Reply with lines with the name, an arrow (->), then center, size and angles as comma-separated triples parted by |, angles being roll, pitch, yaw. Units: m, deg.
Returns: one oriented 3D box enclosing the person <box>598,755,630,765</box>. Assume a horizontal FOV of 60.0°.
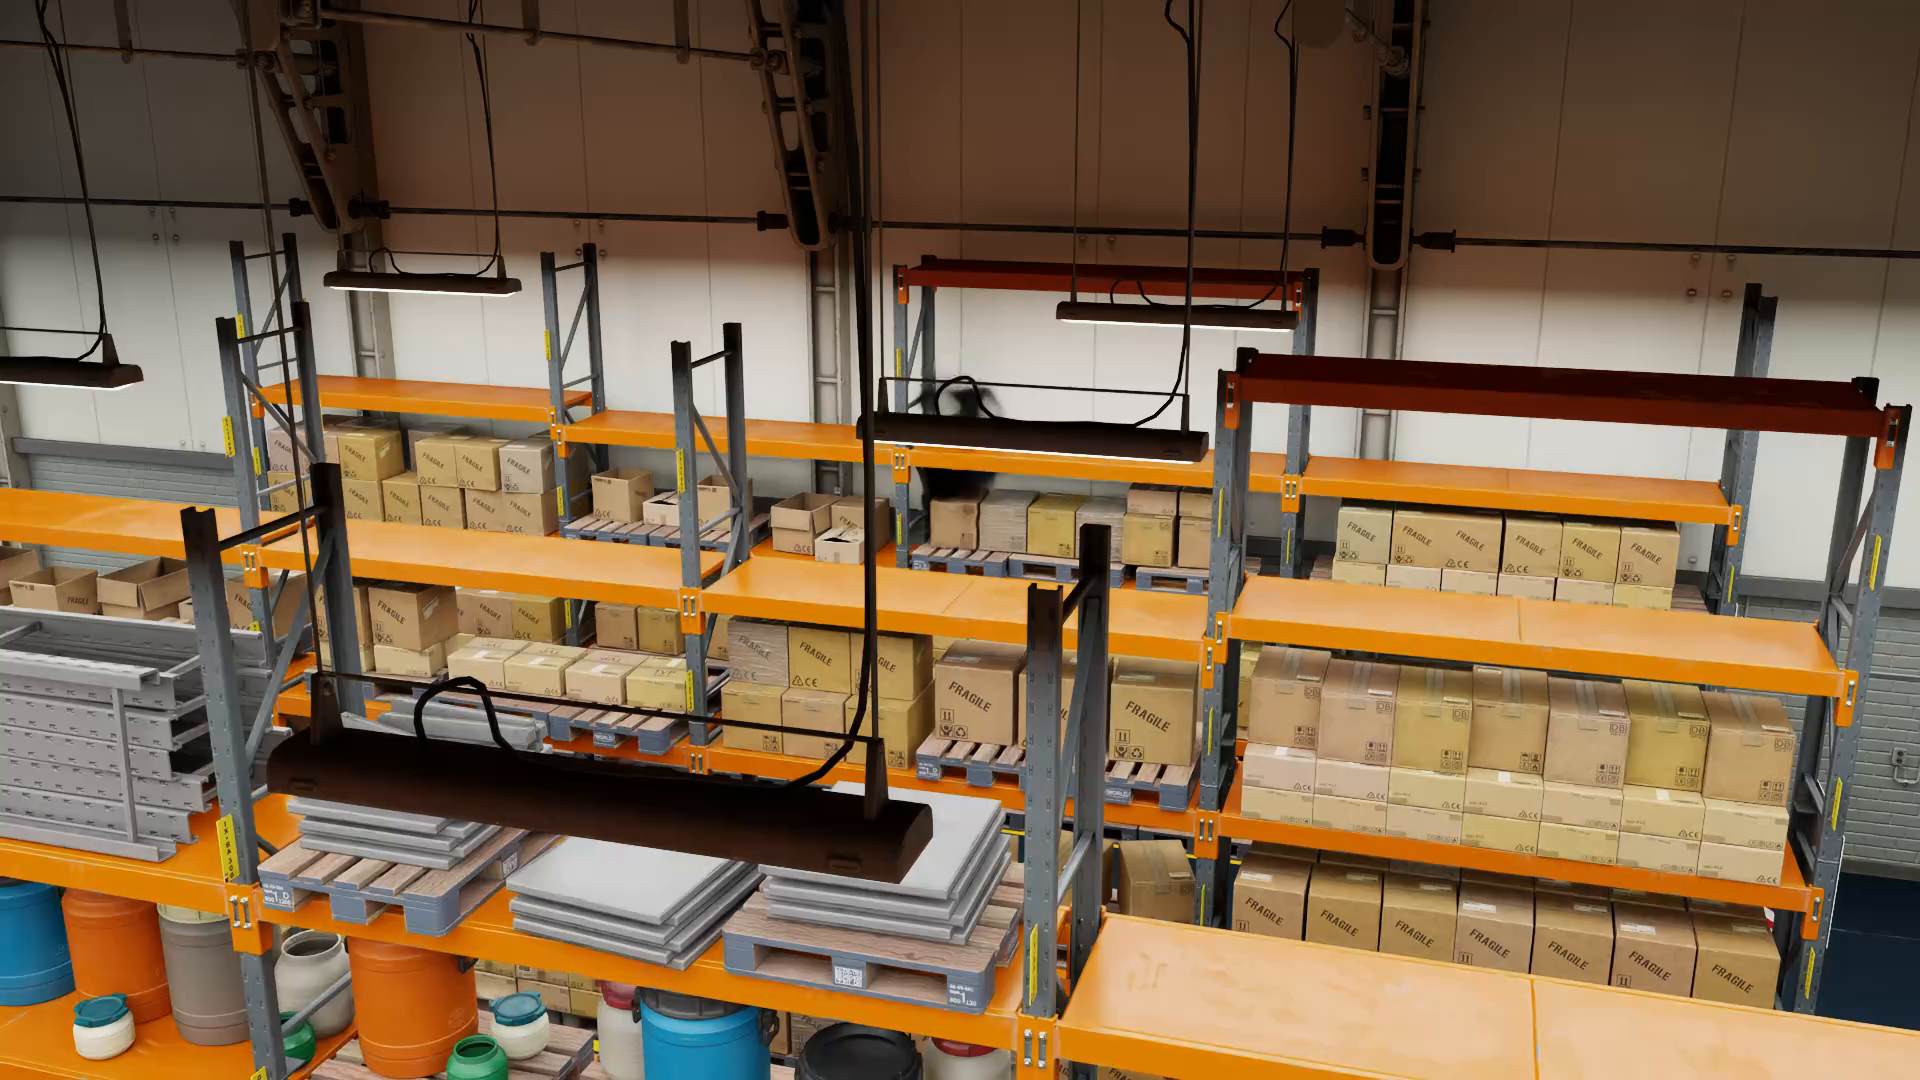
person -> -3.452, 2.728, 16.136 | 0.686, 1.769, 0.692 | 5, 17, 16
